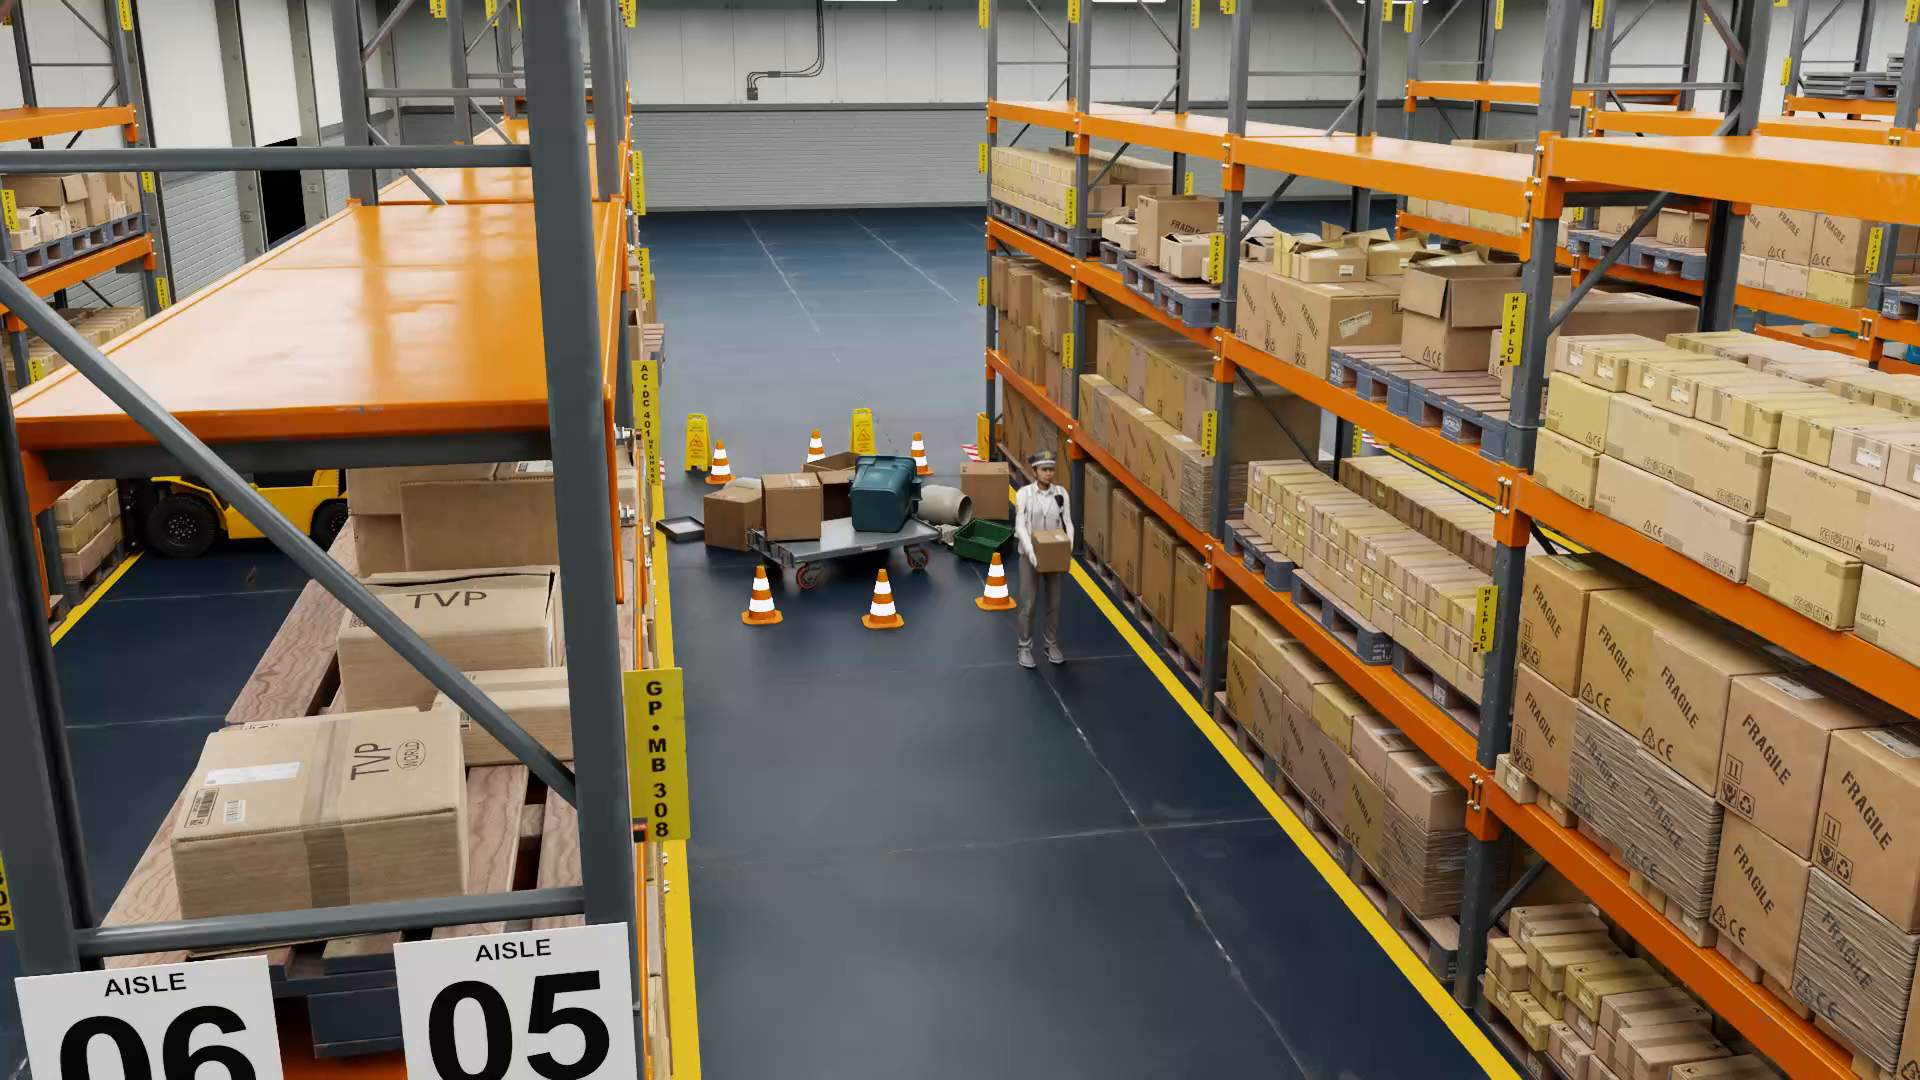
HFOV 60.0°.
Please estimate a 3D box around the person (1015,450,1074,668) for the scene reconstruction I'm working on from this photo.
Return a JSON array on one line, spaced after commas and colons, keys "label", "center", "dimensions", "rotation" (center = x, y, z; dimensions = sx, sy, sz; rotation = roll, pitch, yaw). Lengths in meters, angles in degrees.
[{"label": "person", "center": [0.662, 0.144, 12.986], "dimensions": [0.468, 1.697, 0.552], "rotation": [-3, 17, -11]}]
